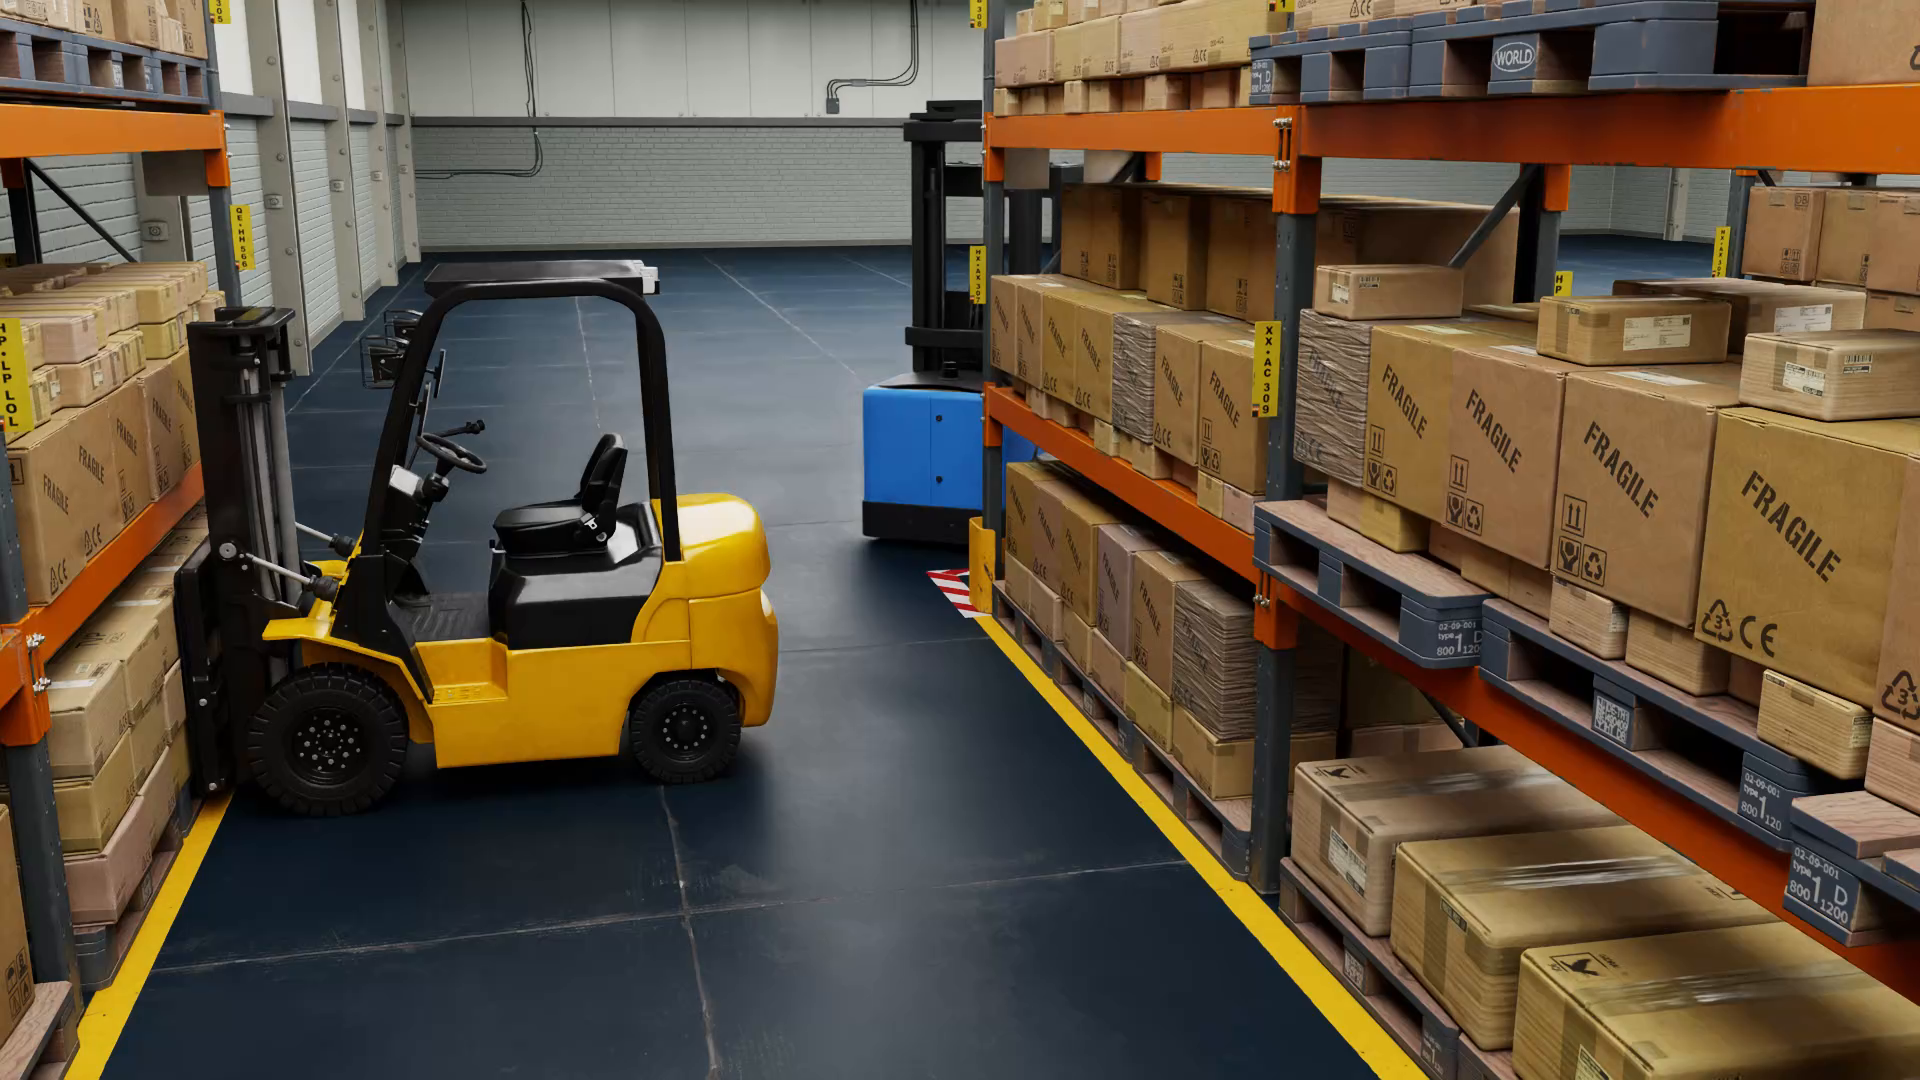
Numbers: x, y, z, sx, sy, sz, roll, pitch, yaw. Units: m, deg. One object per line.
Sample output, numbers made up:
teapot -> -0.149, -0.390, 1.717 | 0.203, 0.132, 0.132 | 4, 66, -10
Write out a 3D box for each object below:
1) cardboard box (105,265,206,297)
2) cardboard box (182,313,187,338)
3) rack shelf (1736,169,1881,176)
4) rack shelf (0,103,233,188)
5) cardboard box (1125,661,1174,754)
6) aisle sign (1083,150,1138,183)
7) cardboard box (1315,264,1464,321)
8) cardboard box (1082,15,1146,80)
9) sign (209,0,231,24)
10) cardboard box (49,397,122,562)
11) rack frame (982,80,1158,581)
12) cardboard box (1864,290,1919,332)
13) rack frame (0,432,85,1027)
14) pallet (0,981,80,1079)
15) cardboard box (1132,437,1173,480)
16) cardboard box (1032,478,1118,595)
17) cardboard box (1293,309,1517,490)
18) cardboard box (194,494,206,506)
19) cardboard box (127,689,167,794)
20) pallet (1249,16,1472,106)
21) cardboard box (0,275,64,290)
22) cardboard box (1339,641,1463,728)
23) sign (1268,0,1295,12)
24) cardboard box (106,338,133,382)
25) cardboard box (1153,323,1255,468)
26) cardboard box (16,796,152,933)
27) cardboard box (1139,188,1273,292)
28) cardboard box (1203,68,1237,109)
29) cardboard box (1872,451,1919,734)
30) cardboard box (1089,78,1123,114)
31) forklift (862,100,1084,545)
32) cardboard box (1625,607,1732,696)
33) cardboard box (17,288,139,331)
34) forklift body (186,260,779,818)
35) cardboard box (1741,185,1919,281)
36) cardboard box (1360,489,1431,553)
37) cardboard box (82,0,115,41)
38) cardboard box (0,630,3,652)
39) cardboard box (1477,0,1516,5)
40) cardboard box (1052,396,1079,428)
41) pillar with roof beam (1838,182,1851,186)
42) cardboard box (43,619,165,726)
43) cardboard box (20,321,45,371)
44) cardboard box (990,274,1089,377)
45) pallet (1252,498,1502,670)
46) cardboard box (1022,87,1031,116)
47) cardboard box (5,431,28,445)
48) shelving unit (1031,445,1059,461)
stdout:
cardboard box -> -3.815, -1.220, 7.895 | 0.380, 0.149, 0.250 | -3, 14, -13
cardboard box -> -3.701, -0.958, 7.452 | 0.380, 0.149, 0.250 | -3, 14, -14
rack shelf -> 5.890, -2.061, 8.736 | 1.077, 0.370, 4.000 | -3, 14, -13
rack shelf -> -3.722, -1.484, 6.376 | 1.077, 0.370, 4.000 | -3, 14, -13
cardboard box -> 1.037, 0.696, 7.168 | 0.500, 0.250, 0.500 | -4, 14, -15
aisle sign -> 0.899, -2.408, 9.487 | 0.394, 0.787, 0.004 | -3, 14, -13
cardboard box -> 1.338, -0.776, 5.195 | 0.380, 0.149, 0.250 | -3, 14, -13
cardboard box -> 0.847, -2.159, 7.314 | 0.500, 0.250, 0.500 | -3, 14, -12
sign -> -3.661, -2.713, 8.194 | 0.100, 0.325, 0.005 | -3, 14, -13
cardboard box -> -3.241, -0.199, 5.712 | 0.500, 0.500, 0.500 | -3, 14, -12
rack frame -> 0.632, -1.115, 9.671 | 1.000, 3.000, 0.127 | -3, 14, -13
cardboard box -> 5.711, -1.142, 9.466 | 0.875, 0.550, 0.550 | -3, 14, -13
rack frame -> -3.252, 0.085, 4.758 | 1.000, 3.000, 0.127 | -3, 14, -13
pallet -> -3.042, 1.608, 4.402 | 1.003, 0.211, 1.213 | -3, 14, -13
cardboard box -> 0.958, -0.362, 7.116 | 0.380, 0.149, 0.250 | -3, 14, -14
cardboard box -> 0.686, -0.020, 8.518 | 0.500, 0.500, 0.500 | -4, 14, -15
cardboard box -> 1.403, -0.465, 5.289 | 0.500, 0.500, 0.500 | -3, 14, -12
cardboard box -> -3.781, -0.103, 8.329 | 0.500, 0.250, 0.500 | -3, 14, -11
cardboard box -> -3.186, 0.729, 5.977 | 0.500, 0.250, 0.500 | -3, 14, -13
pallet -> 1.613, -1.410, 4.953 | 1.213, 0.211, 1.003 | -3, 14, -13
cardboard box -> -4.173, -1.076, 7.307 | 0.380, 0.149, 0.250 | -3, 14, -13
cardboard box -> 1.695, 0.424, 6.700 | 0.500, 0.500, 0.500 | -3, 14, -11
sign -> 1.046, -1.869, 5.345 | 0.100, 0.325, 0.005 | -3, 14, -13
cardboard box -> -3.344, -0.663, 6.245 | 0.380, 0.149, 0.250 | -4, 14, -15
cardboard box -> 1.098, -0.592, 6.694 | 0.500, 0.500, 0.500 | -3, 14, -11
cardboard box -> -3.044, 1.087, 5.567 | 0.500, 0.250, 0.500 | -3, 14, -13
cardboard box -> 1.296, -1.459, 8.135 | 0.700, 0.500, 0.500 | -3, 14, -14
cardboard box -> 1.144, -1.704, 6.290 | 0.380, 0.149, 0.250 | -3, 14, -13
cardboard box -> 2.002, 0.125, 2.871 | 0.500, 0.500, 0.500 | -4, 14, -14
cardboard box -> 0.803, -1.999, 7.498 | 0.380, 0.149, 0.250 | -4, 14, -15
forklift -> 0.281, -1.683, 12.141 | 1.130, 2.935, 3.031 | 4, 14, 18
cardboard box -> 1.764, 0.233, 3.797 | 0.380, 0.149, 0.250 | -4, 14, -15
cardboard box -> -3.537, -0.921, 6.673 | 0.380, 0.149, 0.250 | -3, 14, -12
forklift body -> -1.973, -0.089, 7.261 | 2.313, 2.155, 1.214 | -3, 14, -13
cardboard box -> 5.469, -1.924, 10.390 | 0.875, 0.550, 0.550 | -3, 14, -13
cardboard box -> 1.444, -0.071, 5.042 | 0.380, 0.149, 0.250 | -3, 14, -12
cardboard box -> -3.607, -2.130, 6.191 | 0.797, 0.503, 0.637 | -3, 14, -11
cardboard box -> -2.880, 0.260, 4.359 | 0.500, 0.250, 0.500 | -3, 14, -12
cardboard box -> 1.579, -1.392, 3.913 | 0.500, 0.250, 0.500 | -3, 14, -14
cardboard box -> 0.676, -0.661, 8.342 | 0.380, 0.149, 0.250 | -3, 14, -12
pillar with roof beam -> 15.893, -10.593, 35.826 | 9.100, 9.000, 0.400 | -3, 14, -13
cardboard box -> -3.171, 0.484, 5.929 | 0.500, 0.250, 0.500 | -3, 14, -13
cardboard box -> -3.257, -0.627, 5.467 | 0.380, 0.149, 0.250 | -4, 14, -14
cardboard box -> 0.474, -1.183, 9.113 | 0.500, 0.500, 0.500 | -4, 14, -14
pallet -> 1.610, 0.085, 5.162 | 1.003, 0.211, 1.213 | -3, 14, -13
cardboard box -> 0.543, -2.300, 8.730 | 0.380, 0.149, 0.250 | -4, 14, -15
cardboard box -> -3.072, -0.367, 5.030 | 0.380, 0.149, 0.250 | -4, 14, -14
shelving unit -> 0.907, -0.935, 10.666 | 0.503, 2.100, 0.431 | 23, 18, 16
